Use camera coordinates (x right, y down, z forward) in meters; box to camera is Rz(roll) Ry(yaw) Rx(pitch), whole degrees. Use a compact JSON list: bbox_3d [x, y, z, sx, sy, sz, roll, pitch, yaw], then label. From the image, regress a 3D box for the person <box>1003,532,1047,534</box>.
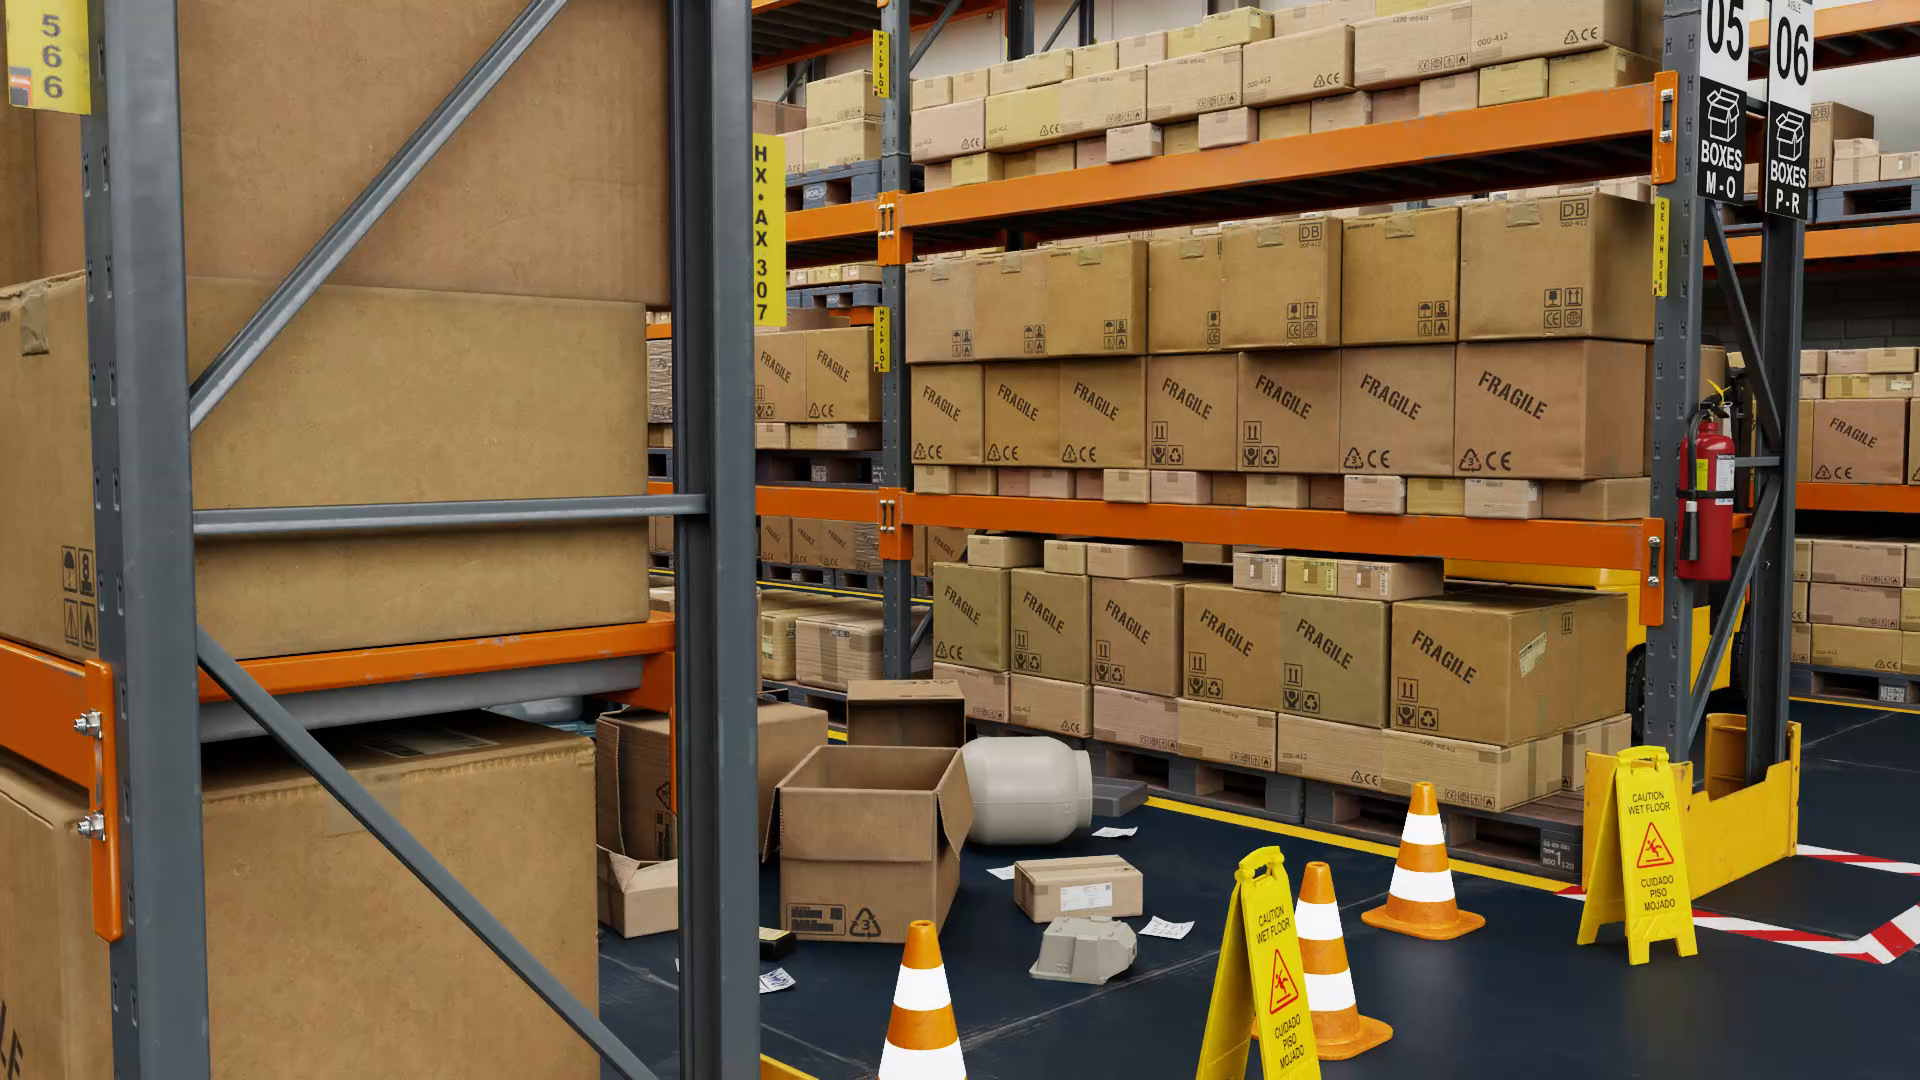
[{"bbox_3d":[0.582,-0.018,11.673,0.501,1.722,0.527,-3,5,-39],"label":"person"}]
